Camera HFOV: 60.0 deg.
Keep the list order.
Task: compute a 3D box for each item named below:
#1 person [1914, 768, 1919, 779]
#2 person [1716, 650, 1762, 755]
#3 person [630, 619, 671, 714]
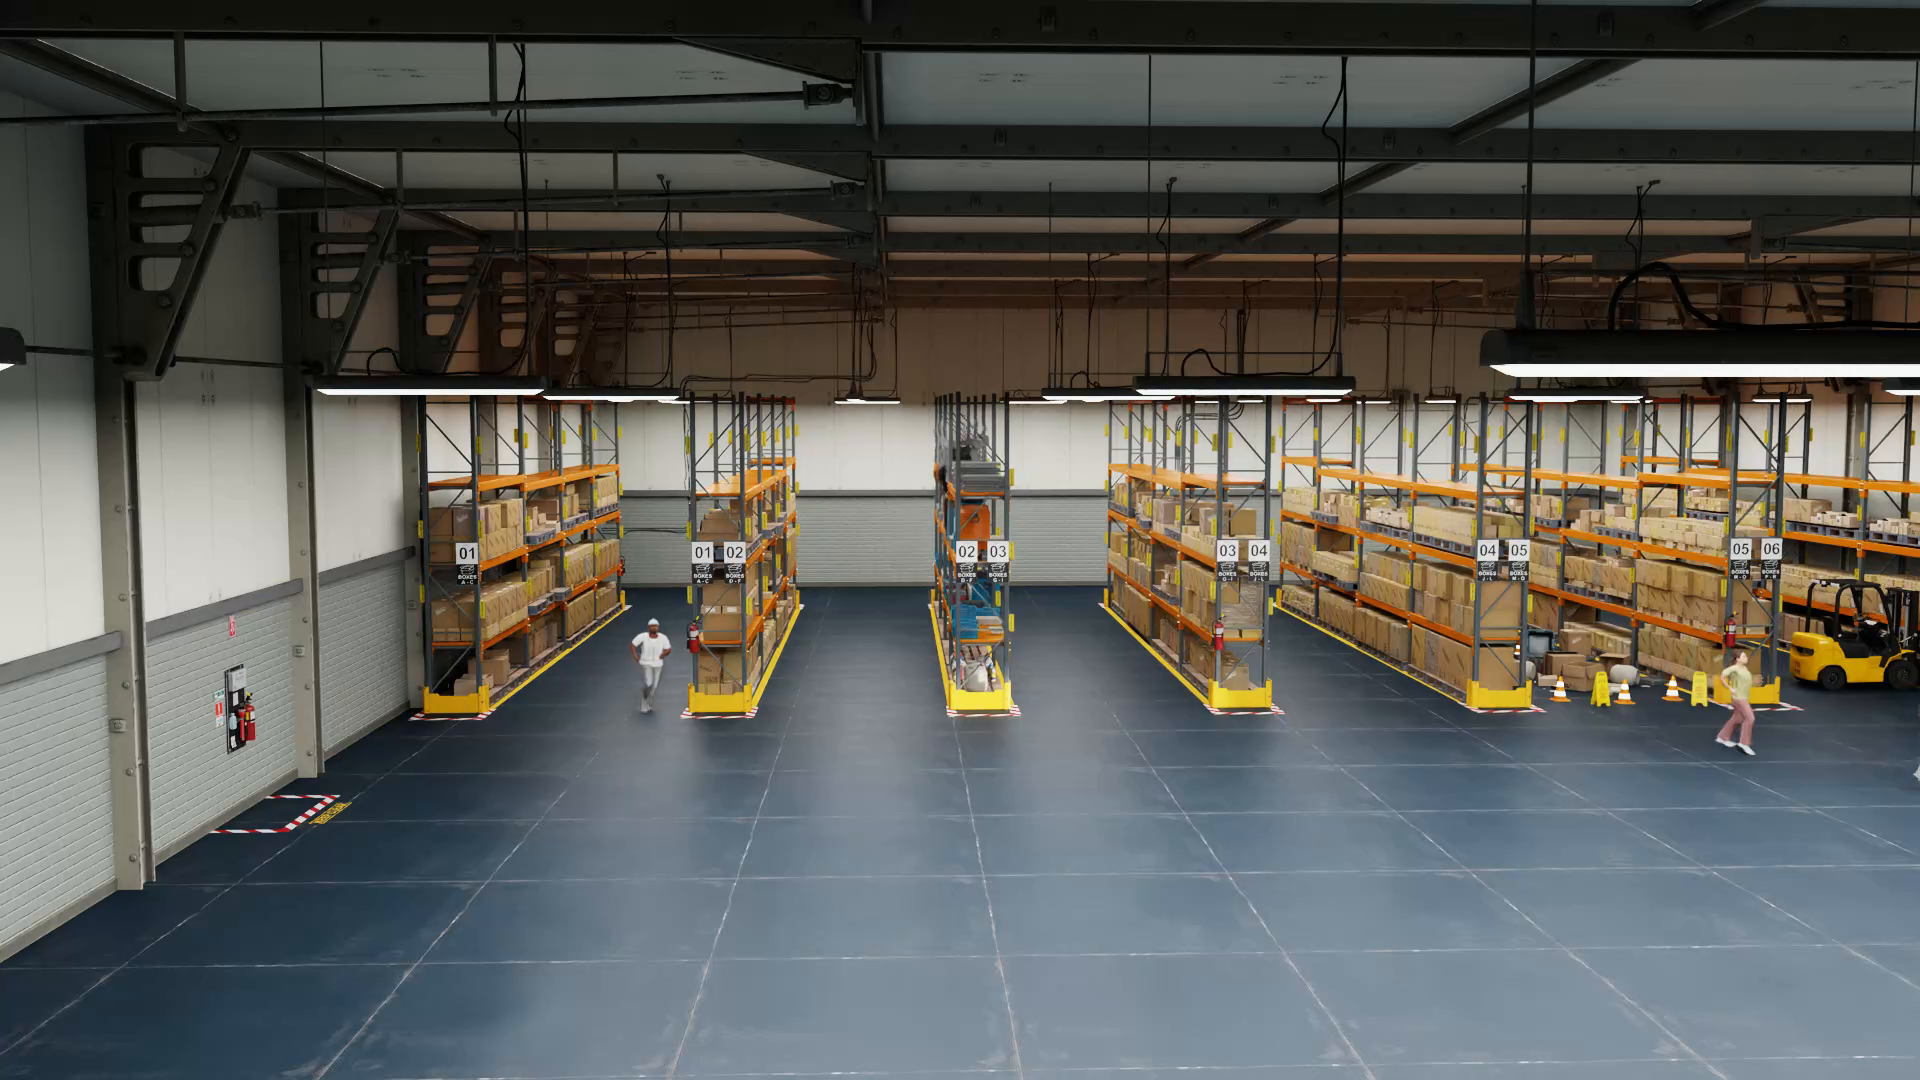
[{"bbox_3d":[14.656,2.890,24.625,0.851,1.726,0.559,3,6,34],"label":"person"},{"bbox_3d":[12.928,2.676,27.616,0.690,1.723,0.560,4,6,43],"label":"person"},{"bbox_3d":[-5.764,2.362,31.167,0.731,1.777,0.611,-2,5,-25],"label":"person"}]
